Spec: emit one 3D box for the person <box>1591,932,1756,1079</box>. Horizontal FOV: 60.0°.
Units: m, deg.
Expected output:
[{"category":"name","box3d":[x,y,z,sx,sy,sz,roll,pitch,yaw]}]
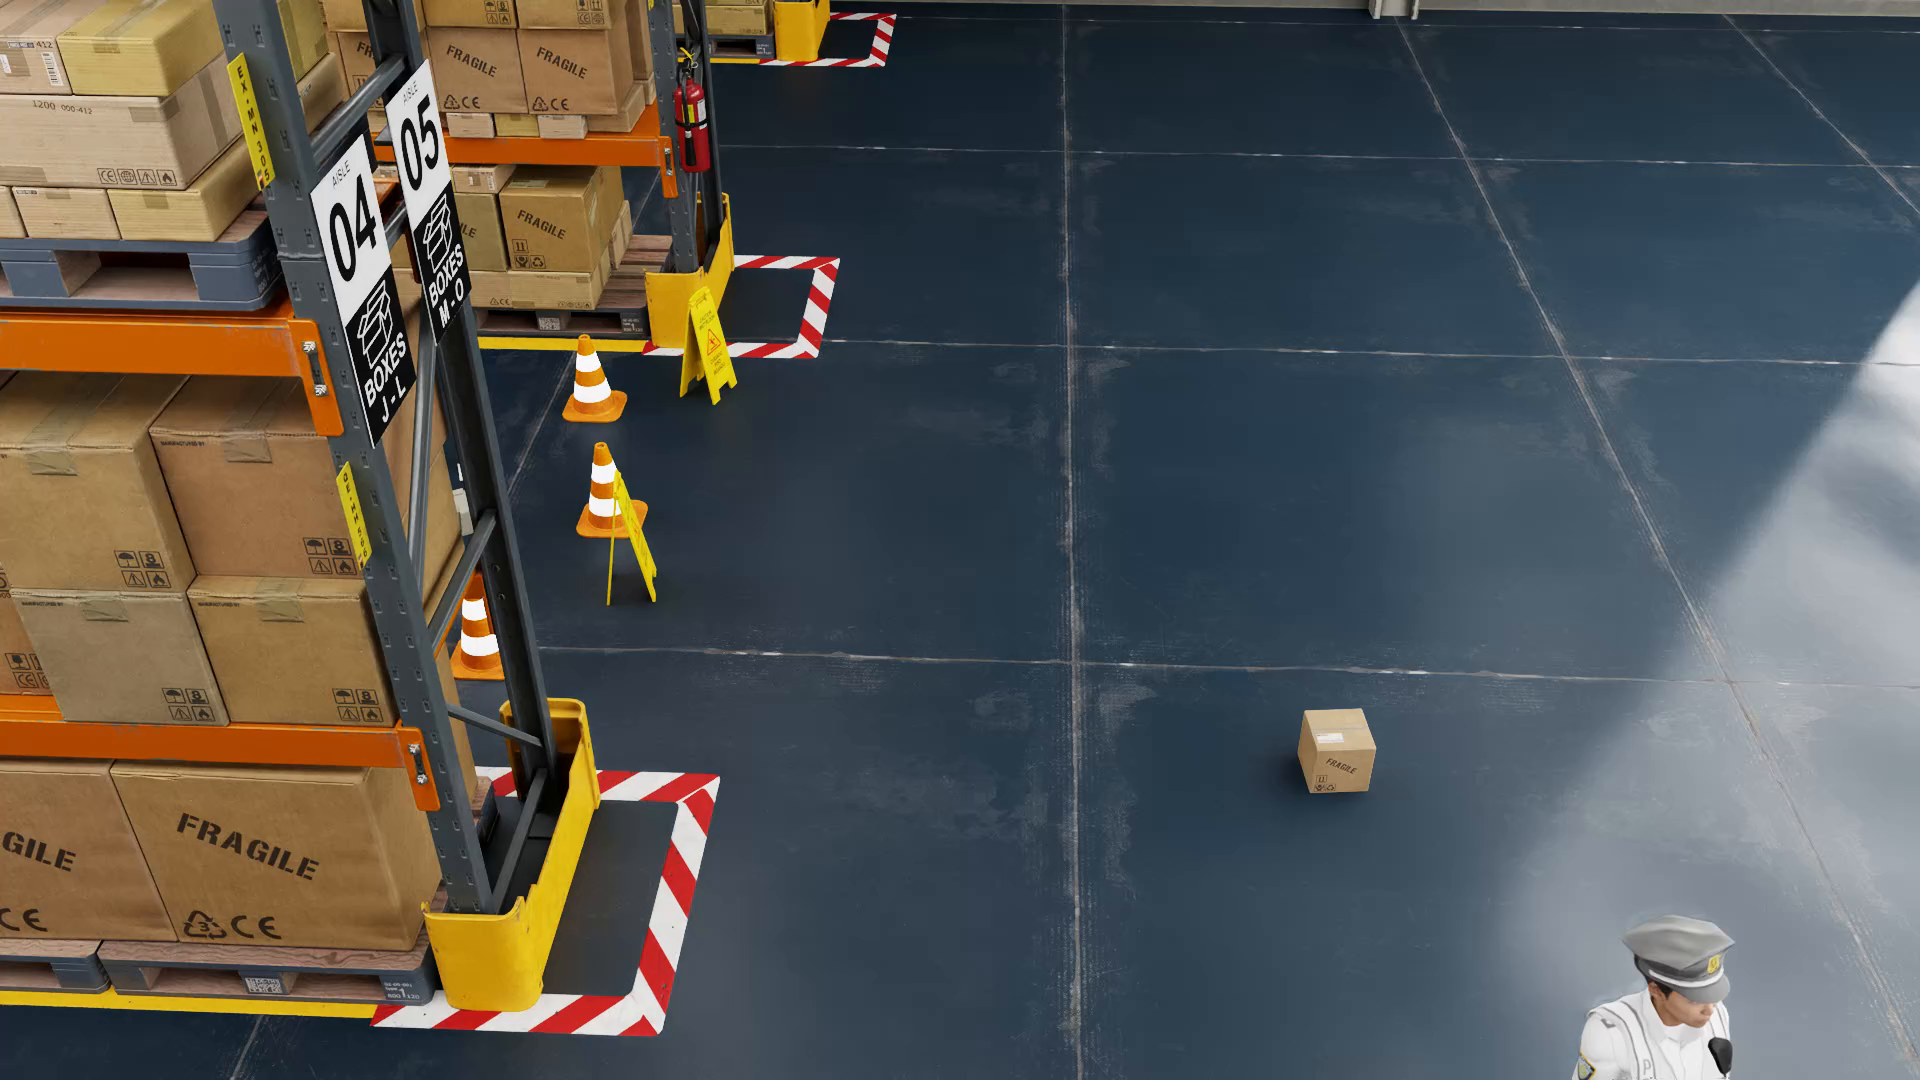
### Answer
[{"category":"person","box3d":[1.916,1.734,4.657,0.491,1.680,0.484,-8,37,-11]}]
